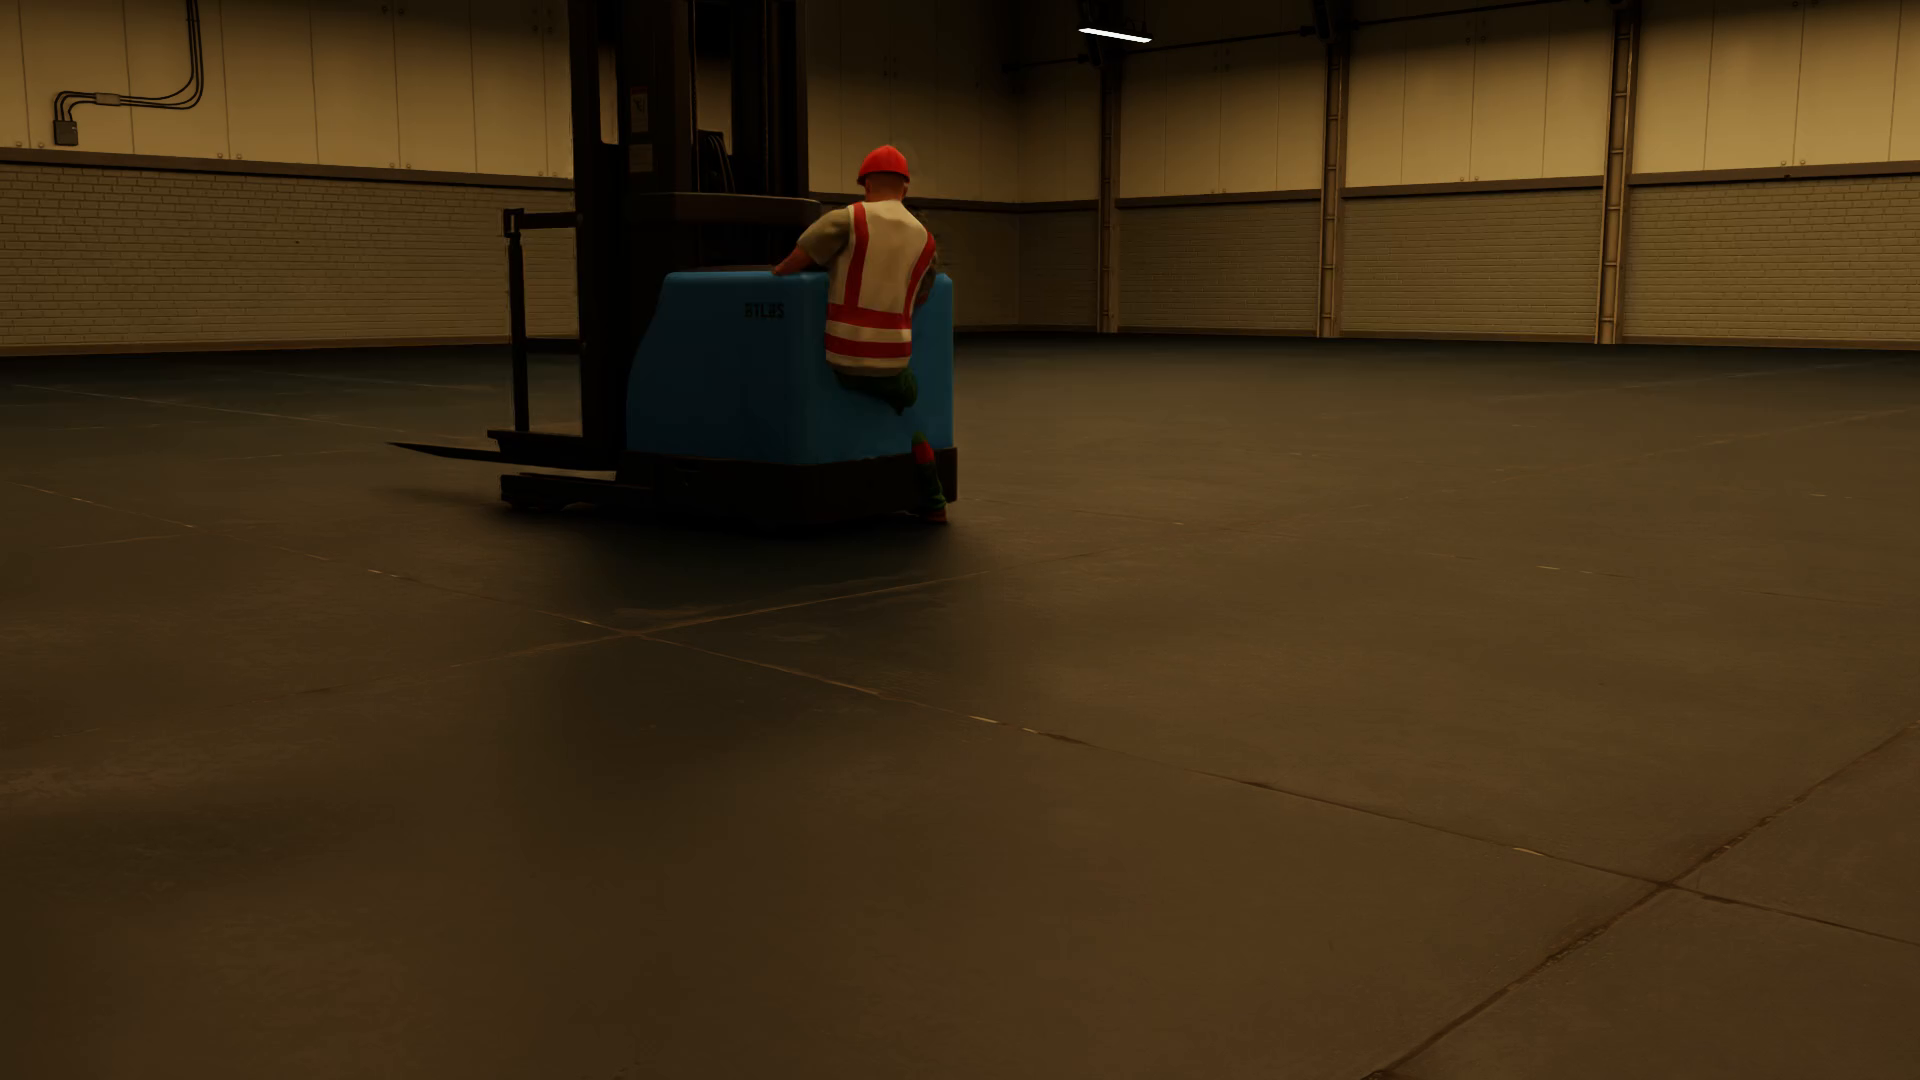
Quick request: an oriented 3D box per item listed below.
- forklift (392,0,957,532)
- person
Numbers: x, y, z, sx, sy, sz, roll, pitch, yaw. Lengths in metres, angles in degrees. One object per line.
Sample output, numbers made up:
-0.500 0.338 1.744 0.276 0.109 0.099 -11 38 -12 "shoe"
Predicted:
-1.499 -1.630 7.698 3.031 2.935 1.130 6 11 36 "forklift"
-0.445 -0.828 6.950 0.902 1.585 0.789 -5 10 -29 "person"
